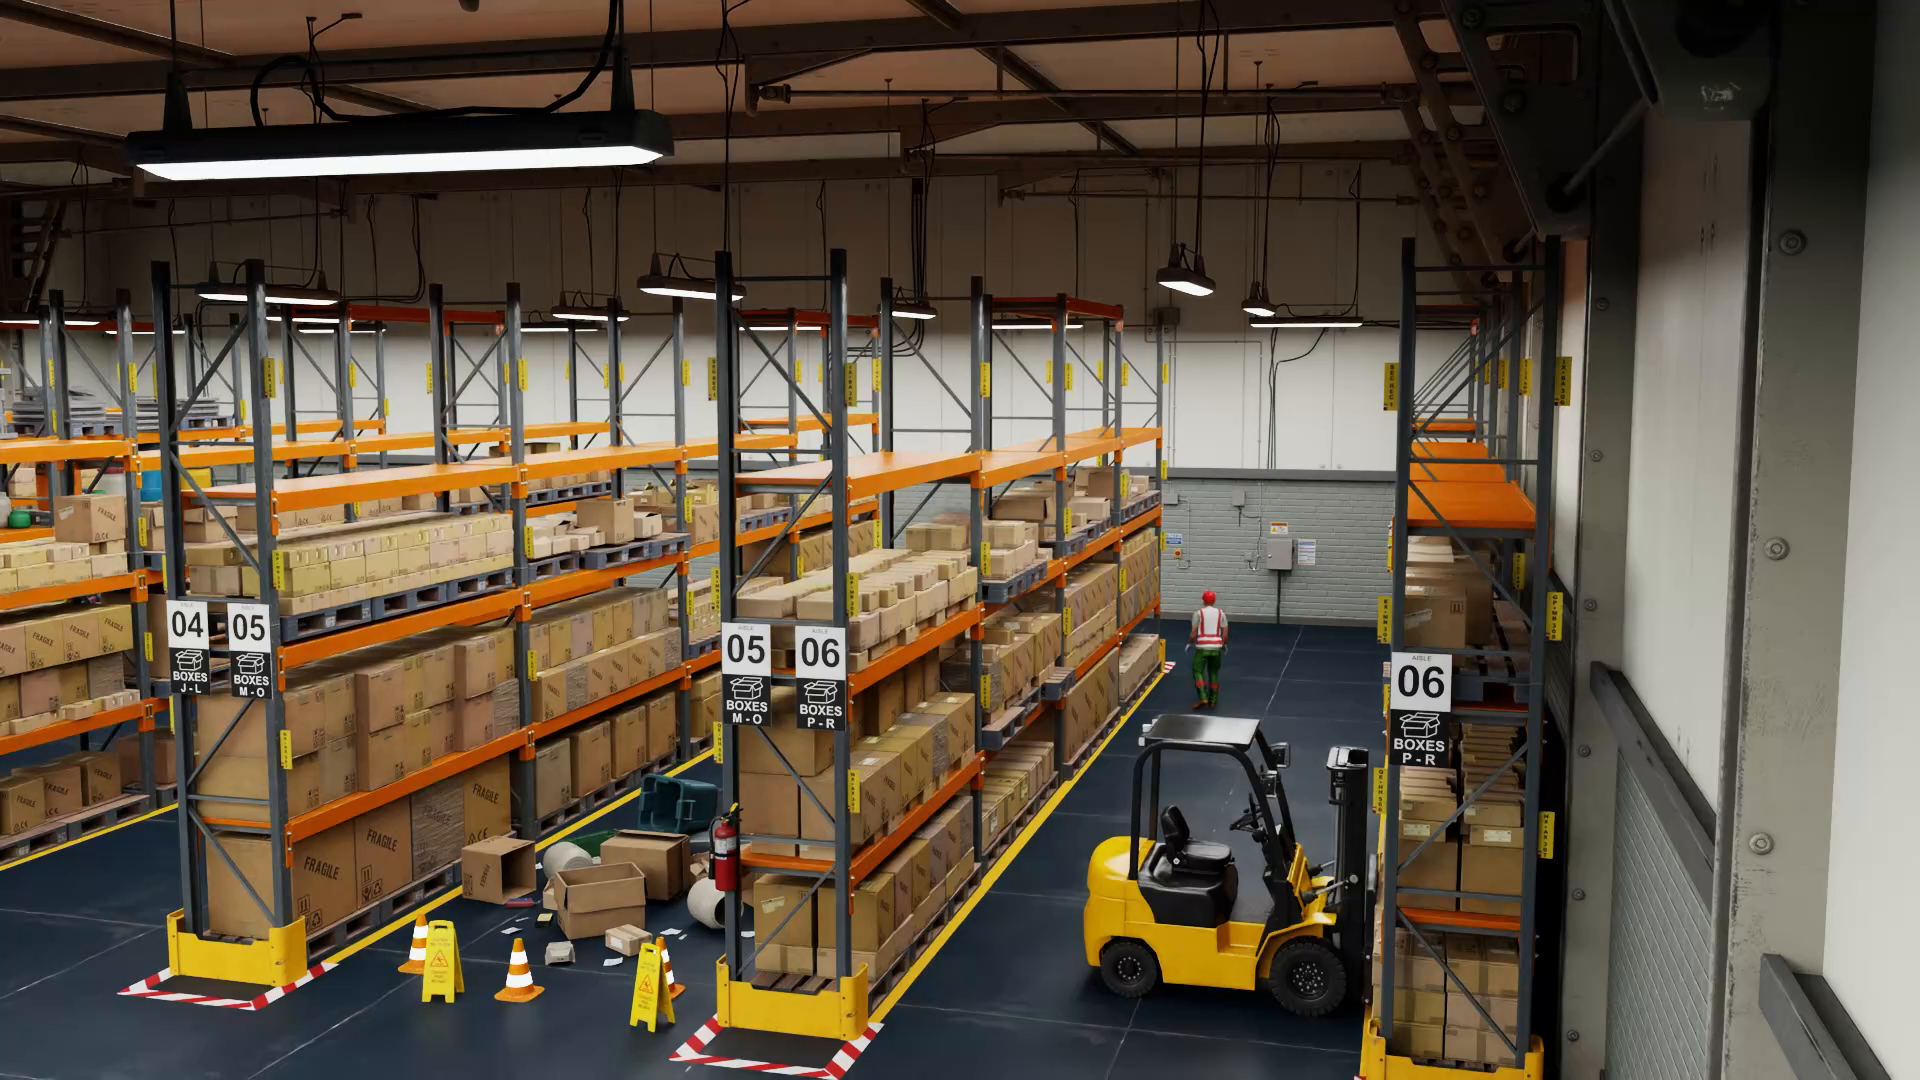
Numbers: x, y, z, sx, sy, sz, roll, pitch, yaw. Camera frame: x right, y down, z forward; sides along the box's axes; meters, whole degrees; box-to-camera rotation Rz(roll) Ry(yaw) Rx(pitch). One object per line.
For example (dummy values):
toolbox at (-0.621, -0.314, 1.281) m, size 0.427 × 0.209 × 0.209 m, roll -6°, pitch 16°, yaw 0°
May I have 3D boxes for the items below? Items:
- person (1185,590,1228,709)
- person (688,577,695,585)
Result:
person at (3.757, 1.653, 25.034) m, size 0.643 × 1.763 × 0.653 m, roll -1°, pitch 6°, yaw -11°
person at (-4.444, 1.443, 27.219) m, size 0.540 × 1.653 × 1.089 m, roll 2°, pitch 6°, yaw 16°
